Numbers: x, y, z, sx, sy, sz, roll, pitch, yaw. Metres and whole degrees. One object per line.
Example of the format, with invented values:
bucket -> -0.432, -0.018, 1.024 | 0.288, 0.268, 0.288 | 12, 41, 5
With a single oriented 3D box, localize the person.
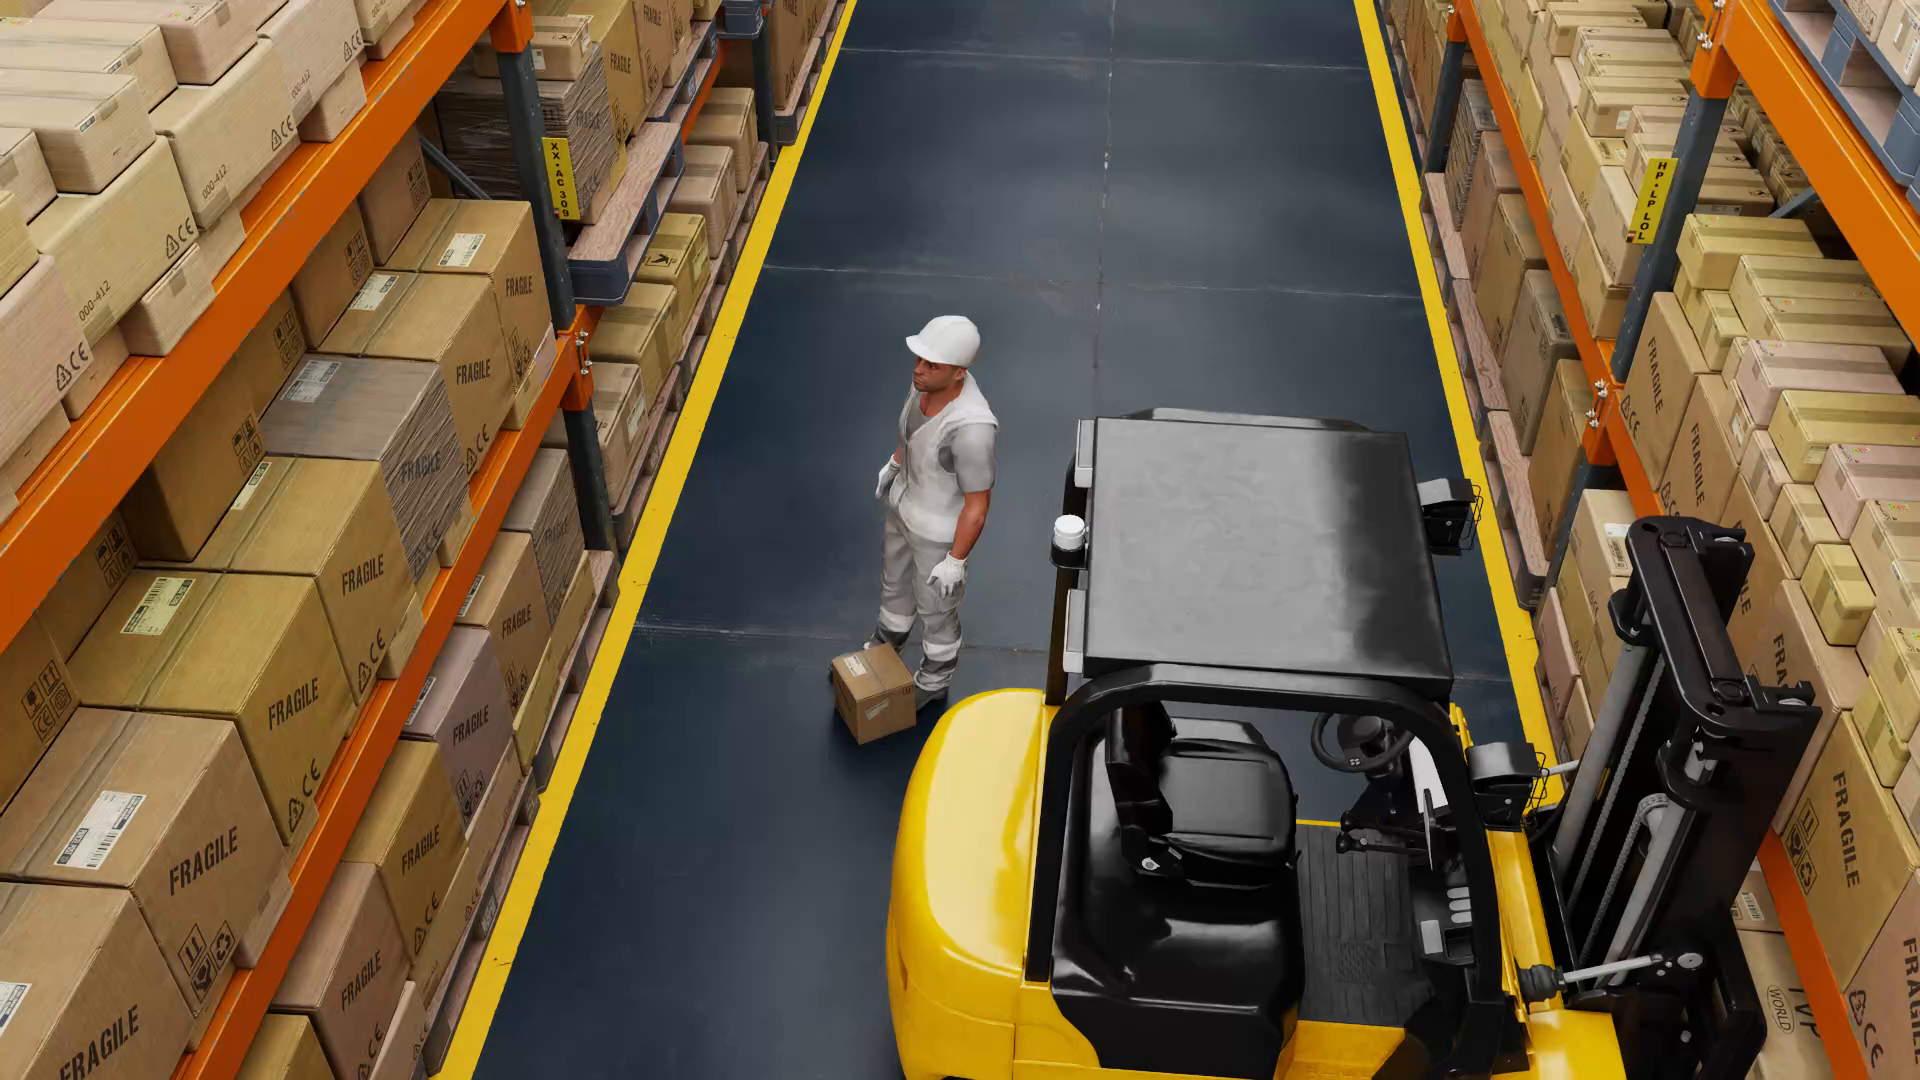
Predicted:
person -> -0.180, -0.061, 6.194 | 0.563, 1.789, 0.638 | -16, 42, -18
